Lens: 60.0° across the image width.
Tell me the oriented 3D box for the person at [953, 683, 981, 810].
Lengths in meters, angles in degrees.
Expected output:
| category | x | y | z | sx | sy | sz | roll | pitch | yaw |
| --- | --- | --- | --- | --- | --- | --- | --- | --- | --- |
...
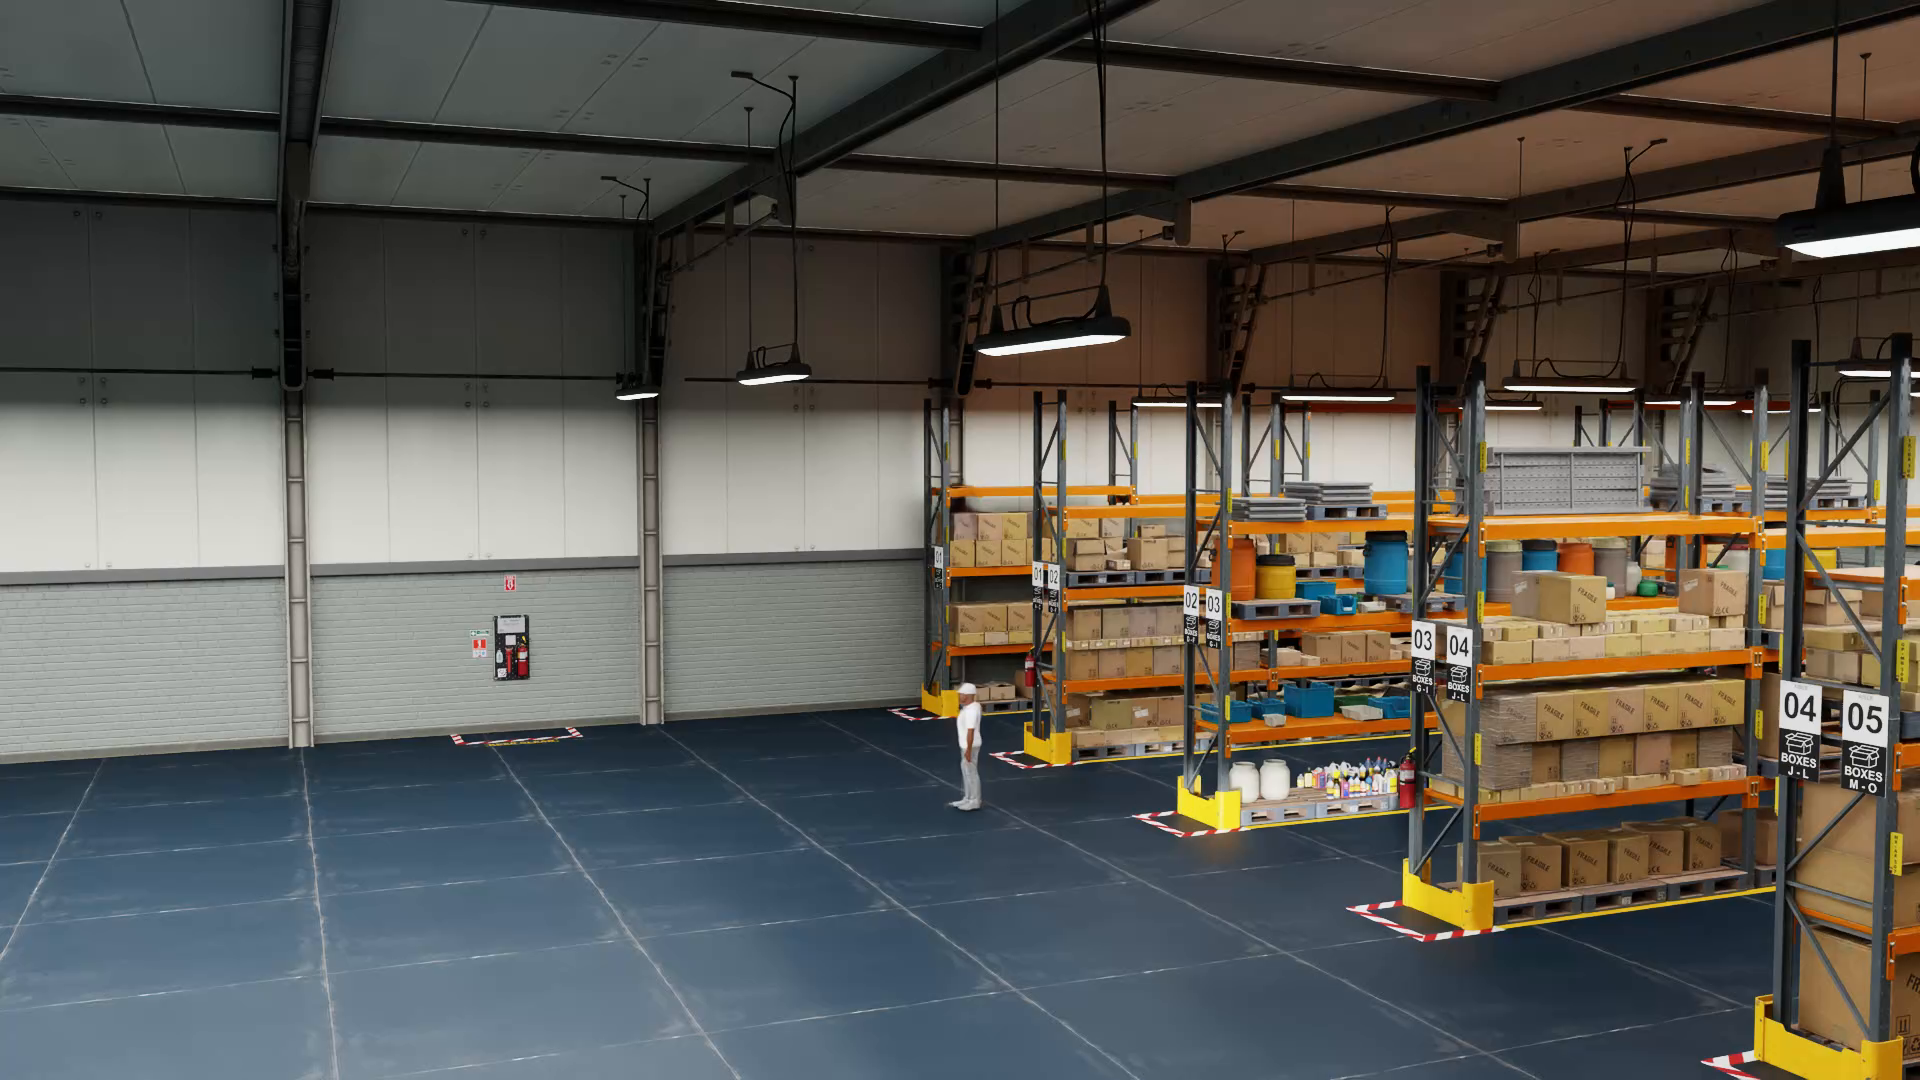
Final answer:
| category | x | y | z | sx | sy | sz | roll | pitch | yaw |
| --- | --- | --- | --- | --- | --- | --- | --- | --- | --- |
| person | 0.100 | 2.893 | 23.350 | 0.402 | 1.773 | 0.584 | 0 | 3 | 0 |
